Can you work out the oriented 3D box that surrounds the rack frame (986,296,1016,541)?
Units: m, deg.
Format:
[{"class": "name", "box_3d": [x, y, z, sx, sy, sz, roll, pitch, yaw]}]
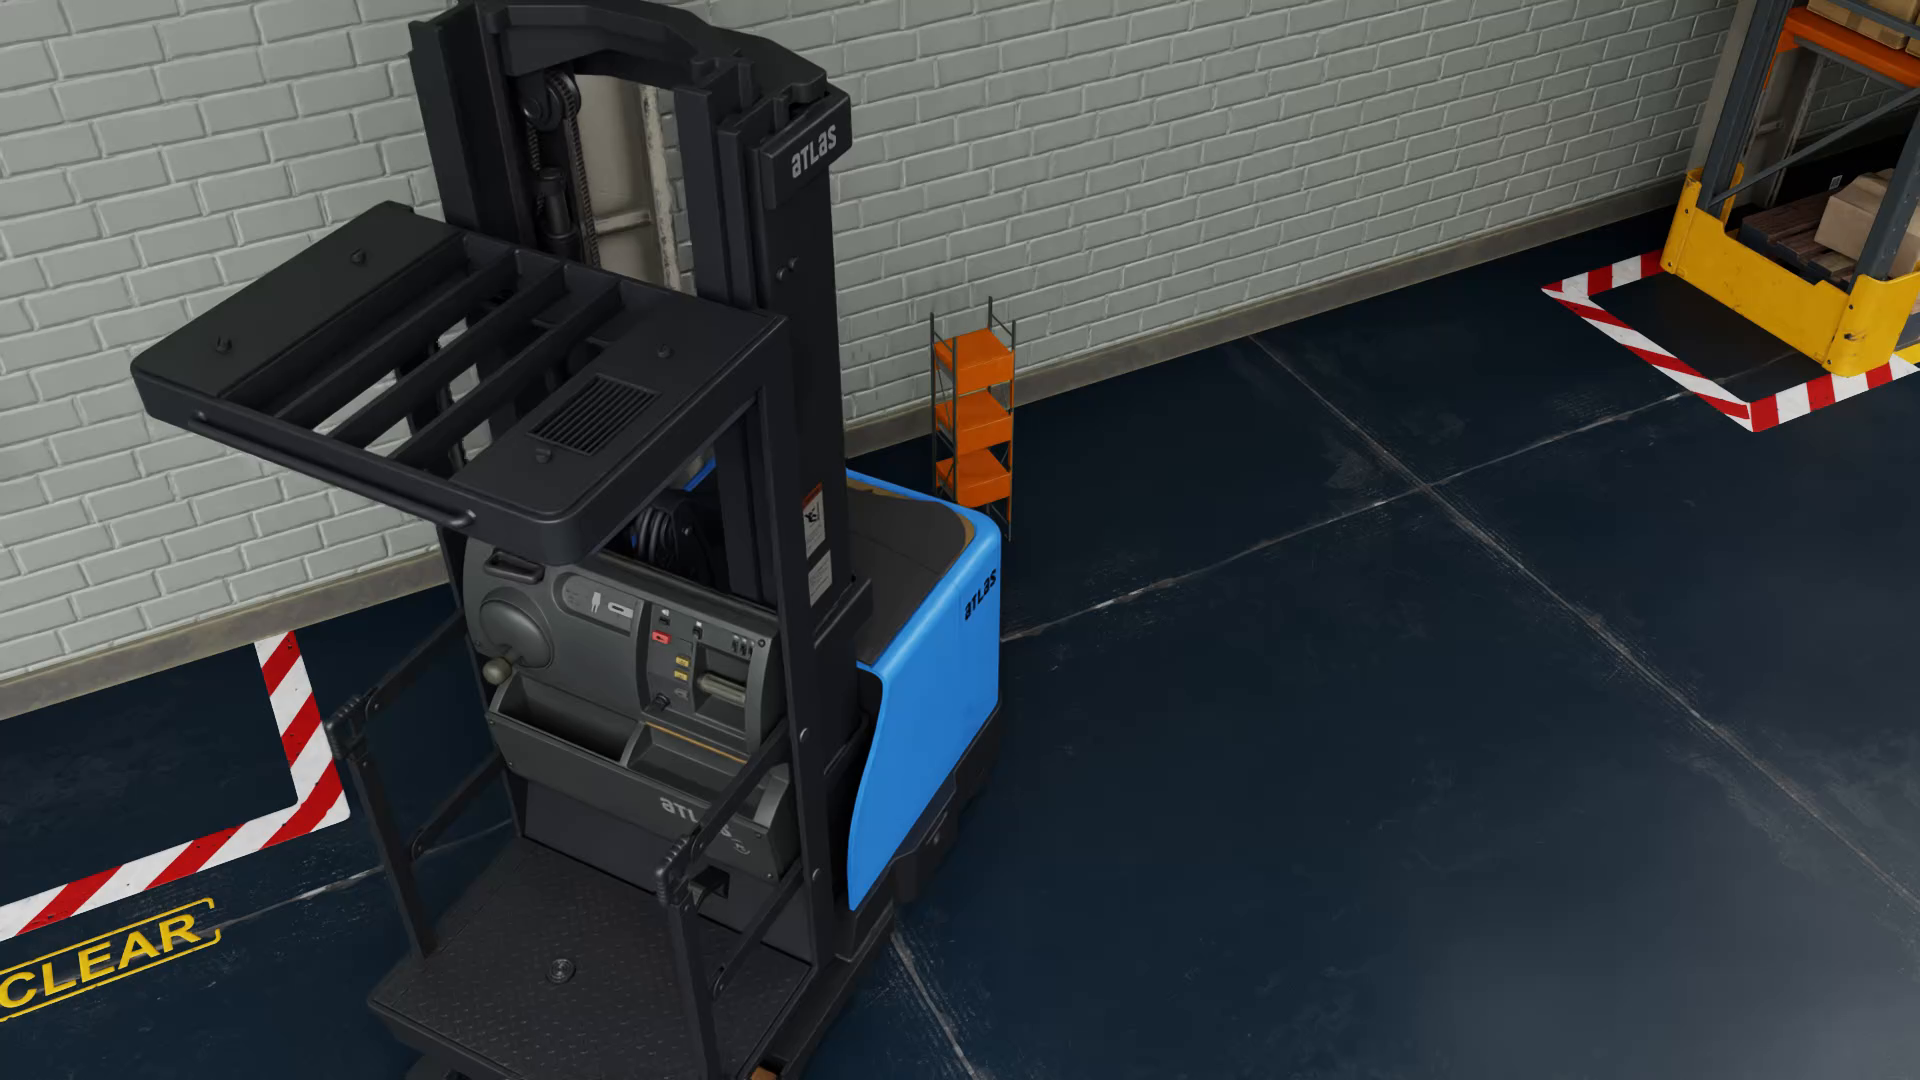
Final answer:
[{"class": "rack frame", "box_3d": [0.156, -0.453, 6.473, 0.008, 1.050, 0.200, -19, 44, -21]}]

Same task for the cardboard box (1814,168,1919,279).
[{"class": "cardboard box", "box_3d": [4.517, -1.537, 7.985, 0.500, 0.311, 0.500, -24, 46, -25]}]

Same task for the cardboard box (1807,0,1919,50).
[{"class": "cardboard box", "box_3d": [4.187, -2.442, 7.414, 0.500, 0.250, 0.500, -18, 43, -20]}]

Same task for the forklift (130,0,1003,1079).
[{"class": "forklift", "box_3d": [-0.978, 0.336, 4.084, 1.130, 2.935, 3.031, 18, 44, 20]}]

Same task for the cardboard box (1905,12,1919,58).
[{"class": "cardboard box", "box_3d": [4.441, -2.155, 7.075, 0.500, 0.250, 0.500, -20, 44, -22]}]

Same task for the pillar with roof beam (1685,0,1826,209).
[{"class": "pillar with roof beam", "box_3d": [6.072, -2.768, 3.055, 0.400, 9.000, 9.100, -19, 44, -21]}]

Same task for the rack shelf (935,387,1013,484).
[{"class": "rack shelf", "box_3d": [0.047, -0.409, 6.437, 0.240, 0.259, 0.215, -19, 44, -21]}]

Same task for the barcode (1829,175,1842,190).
[{"class": "barcode", "box_3d": [4.348, -1.775, 8.259, 0.075, 0.075, 0.001, -19, 44, -21]}]

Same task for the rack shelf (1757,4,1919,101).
[{"class": "rack shelf", "box_3d": [5.636, -2.563, 8.013, 4.000, 0.370, 1.077, -19, 44, -21]}]

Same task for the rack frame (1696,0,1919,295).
[{"class": "rack frame", "box_3d": [3.862, -2.241, 7.076, 0.127, 3.000, 1.000, -19, 44, -21]}]

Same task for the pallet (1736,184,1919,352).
[{"class": "pallet", "box_3d": [4.666, -1.421, 8.266, 1.213, 0.211, 1.003, -19, 44, -21]}]

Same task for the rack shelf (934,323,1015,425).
[{"class": "rack shelf", "box_3d": [0.047, -0.625, 6.253, 0.240, 0.259, 0.215, -19, 44, -21]}]

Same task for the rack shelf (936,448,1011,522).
[{"class": "rack shelf", "box_3d": [0.047, -0.196, 6.616, 0.240, 0.259, 0.215, -19, 44, -21]}]

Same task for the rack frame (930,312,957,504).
[{"class": "rack frame", "box_3d": [-0.061, -0.380, 6.387, 0.008, 1.050, 0.200, -19, 44, -21]}]

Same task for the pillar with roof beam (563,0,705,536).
[{"class": "pillar with roof beam", "box_3d": [0.750, -0.978, 0.940, 0.400, 9.000, 9.100, -19, 44, -21]}]

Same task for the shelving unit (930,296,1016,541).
[{"class": "shelving unit", "box_3d": [0.047, -0.417, 6.430, 0.252, 1.050, 0.215, -19, 44, -21]}]

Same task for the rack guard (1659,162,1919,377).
[{"class": "rack guard", "box_3d": [3.929, -1.309, 7.910, 0.348, 0.500, 1.175, -19, 44, -21]}]
